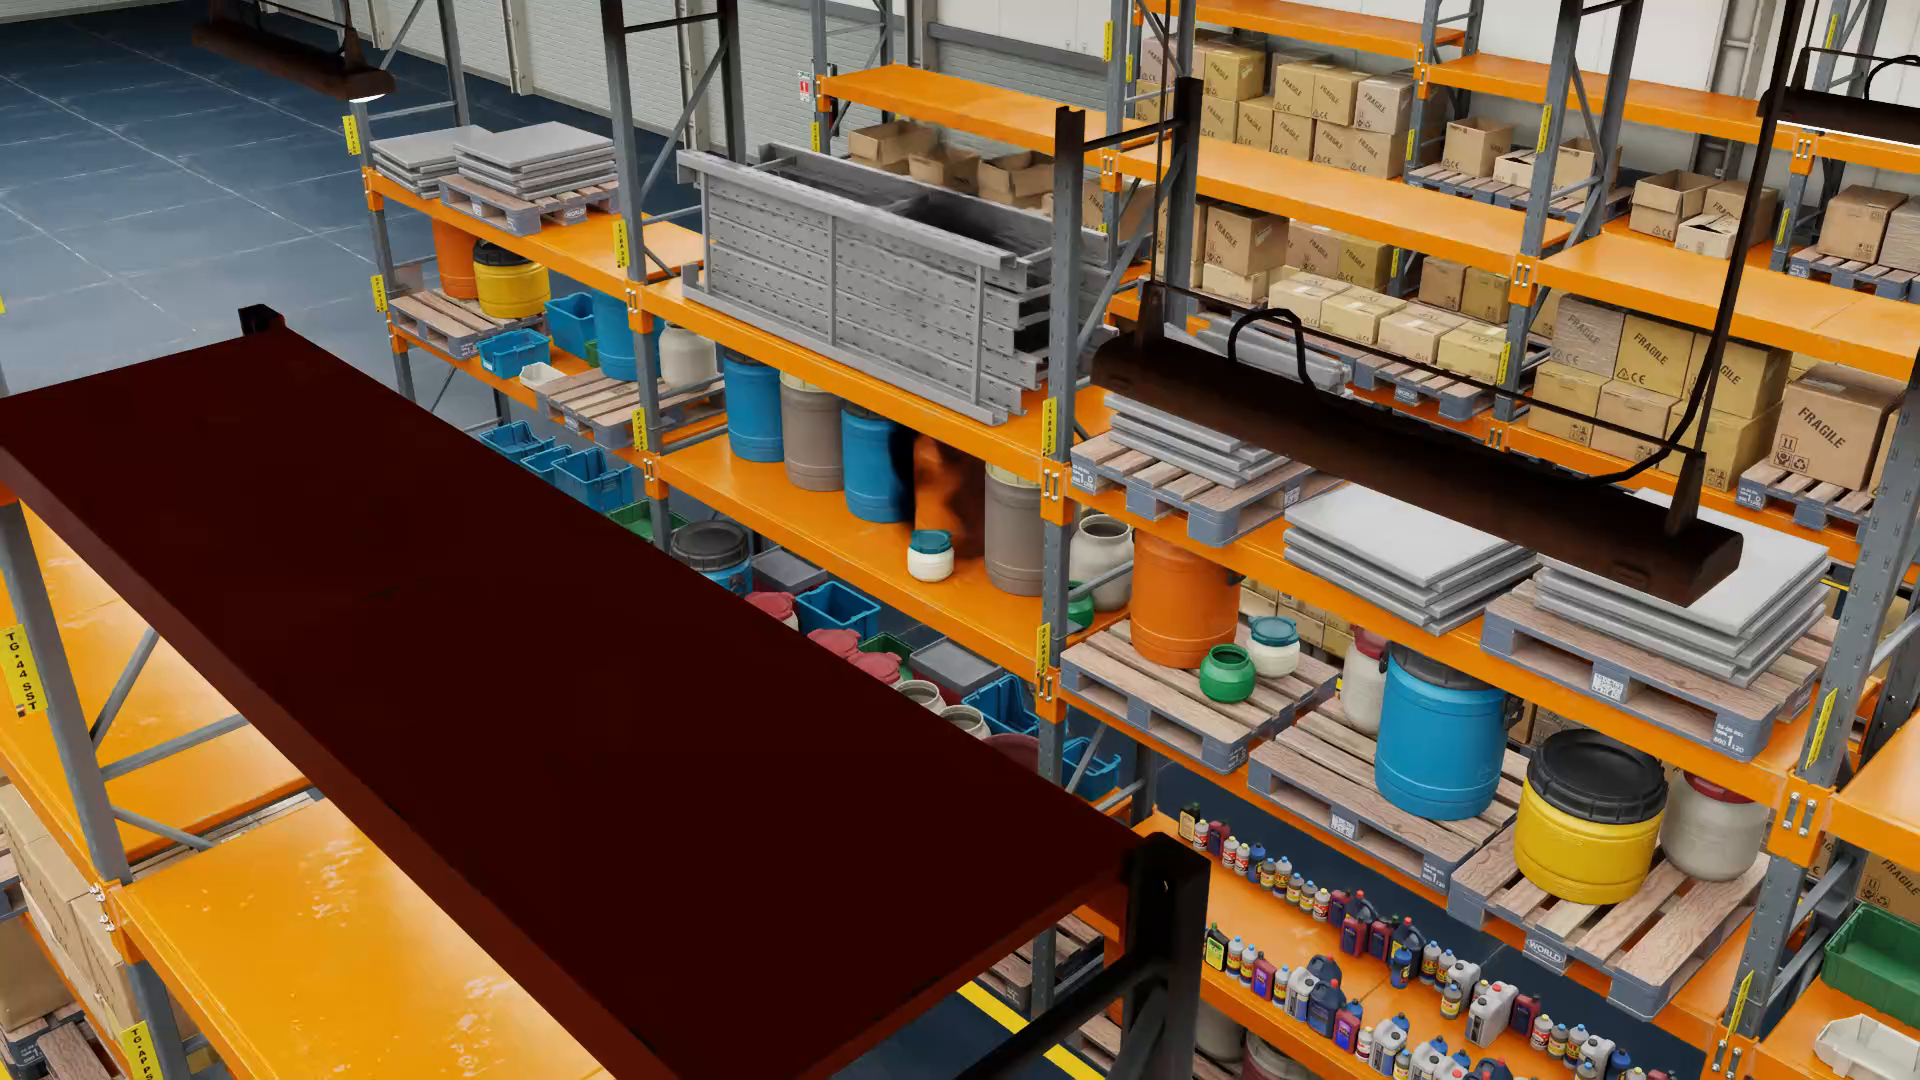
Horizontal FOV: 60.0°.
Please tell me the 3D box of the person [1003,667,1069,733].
[{"bbox_3d":[0.535,0.844,12.914,0.725,1.706,0.623,23,36,36],"label":"person"}]
